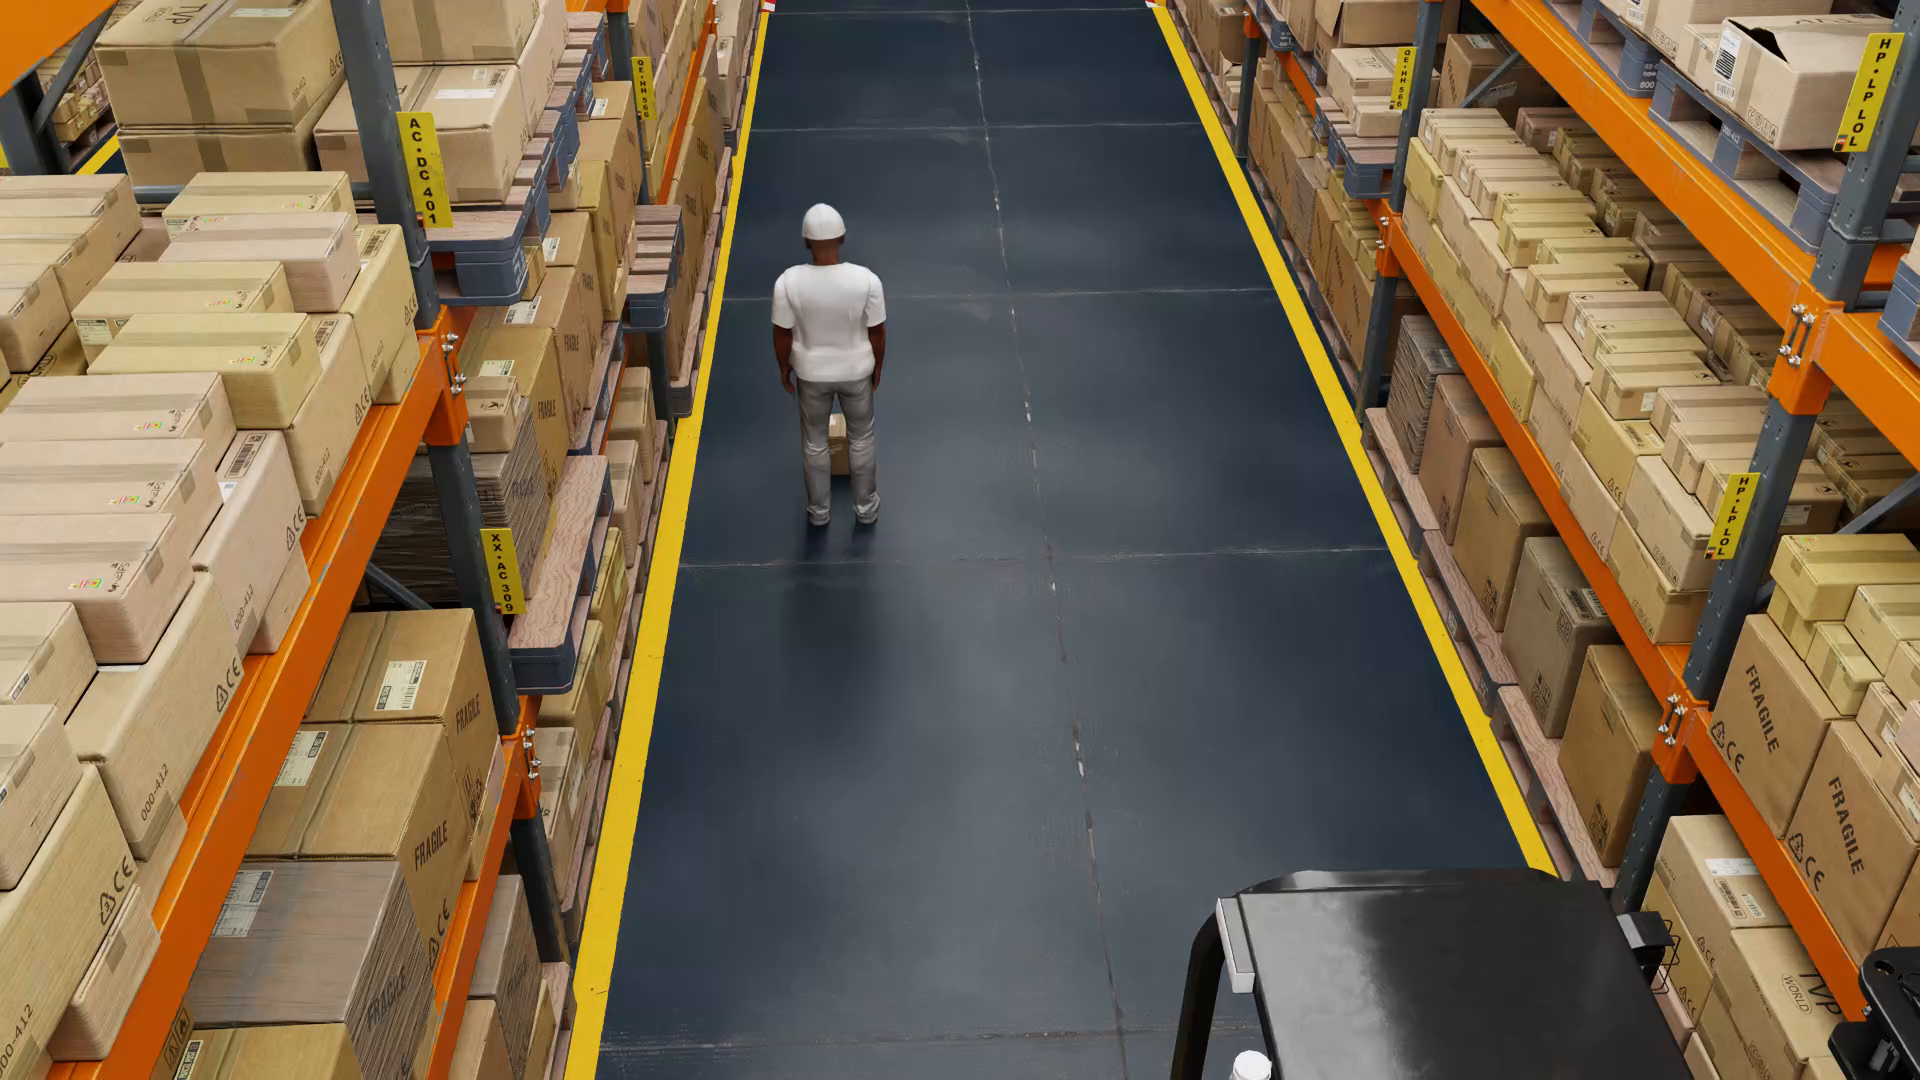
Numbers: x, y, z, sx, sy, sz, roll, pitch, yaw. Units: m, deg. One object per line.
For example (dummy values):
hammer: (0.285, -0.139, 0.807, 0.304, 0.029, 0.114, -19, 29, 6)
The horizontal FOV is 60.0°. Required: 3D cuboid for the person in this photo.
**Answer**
person: (-0.651, -0.867, 8.413, 0.565, 1.763, 0.363, -2, 35, -2)
